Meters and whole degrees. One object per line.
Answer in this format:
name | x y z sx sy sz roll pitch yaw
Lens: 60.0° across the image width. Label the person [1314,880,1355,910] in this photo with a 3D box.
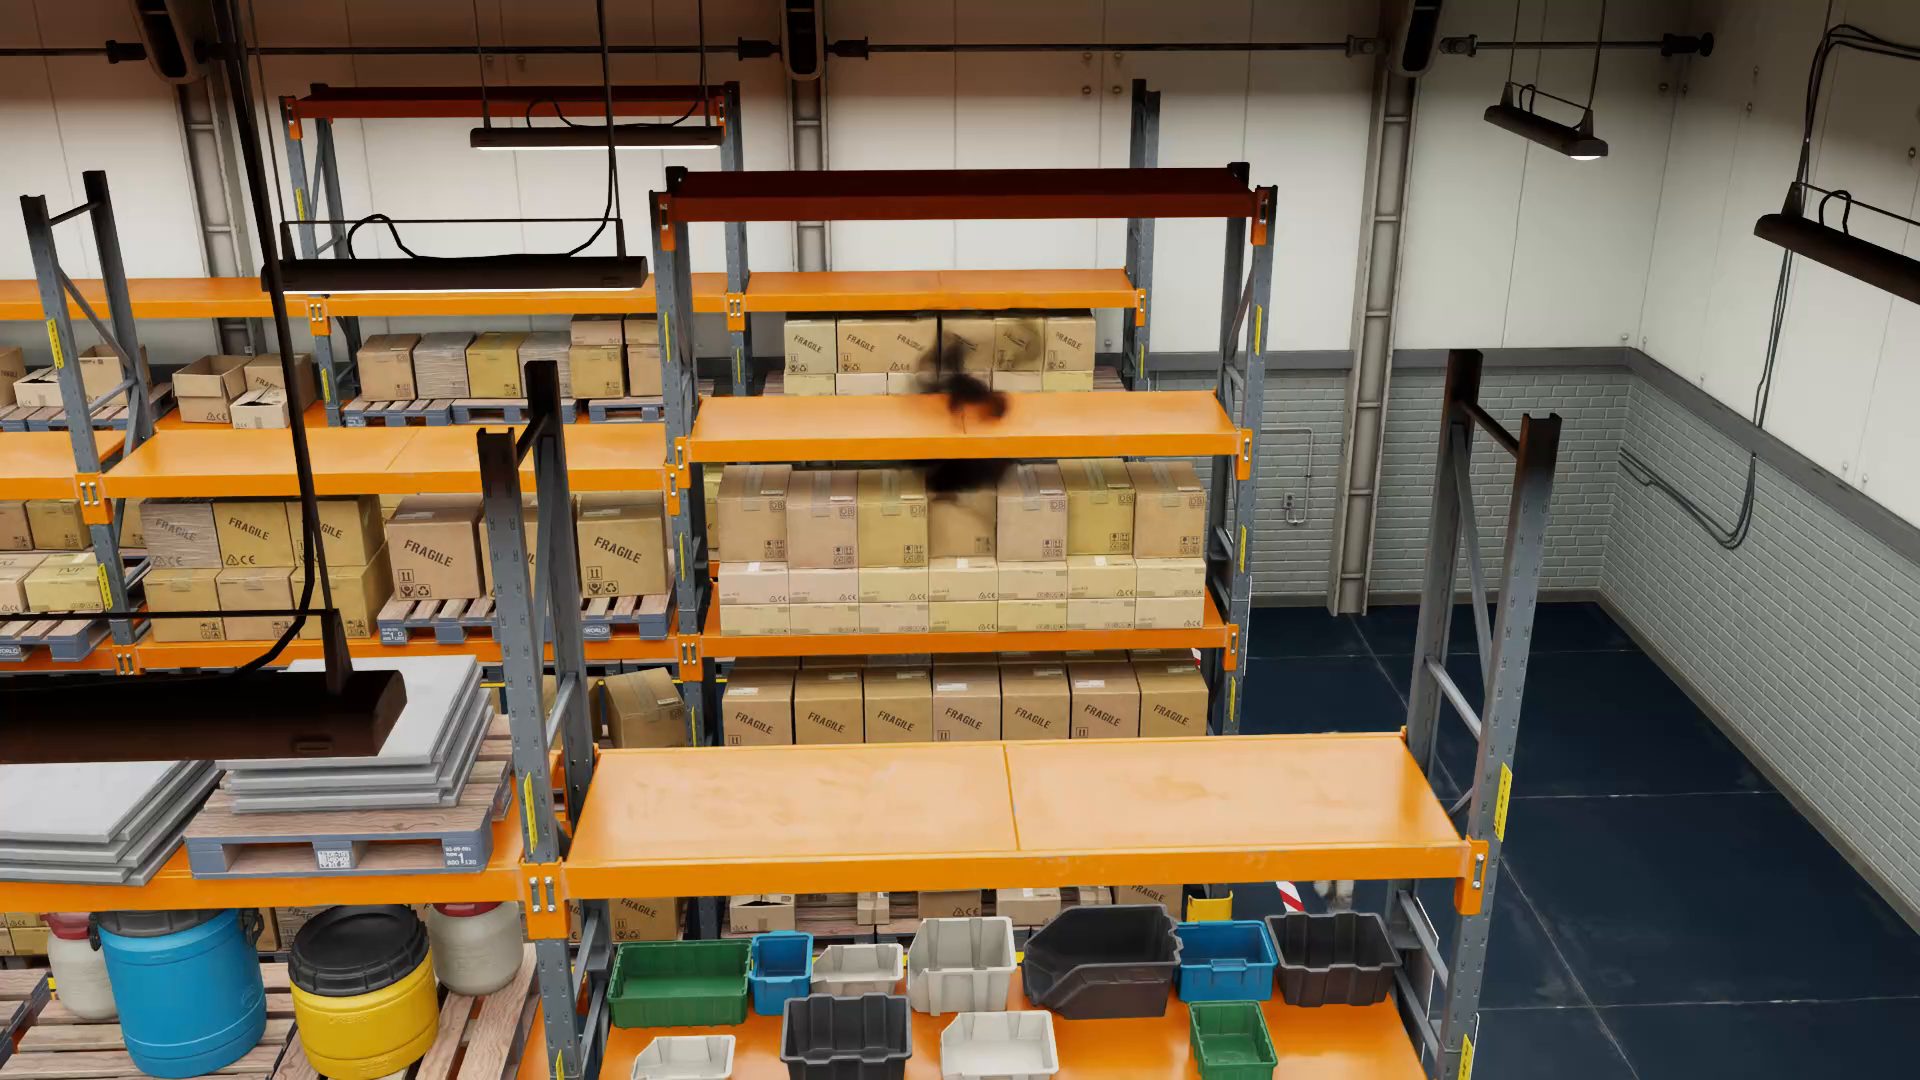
person | 2.845 2.261 12.675 0.397 1.483 0.445 6 23 15
